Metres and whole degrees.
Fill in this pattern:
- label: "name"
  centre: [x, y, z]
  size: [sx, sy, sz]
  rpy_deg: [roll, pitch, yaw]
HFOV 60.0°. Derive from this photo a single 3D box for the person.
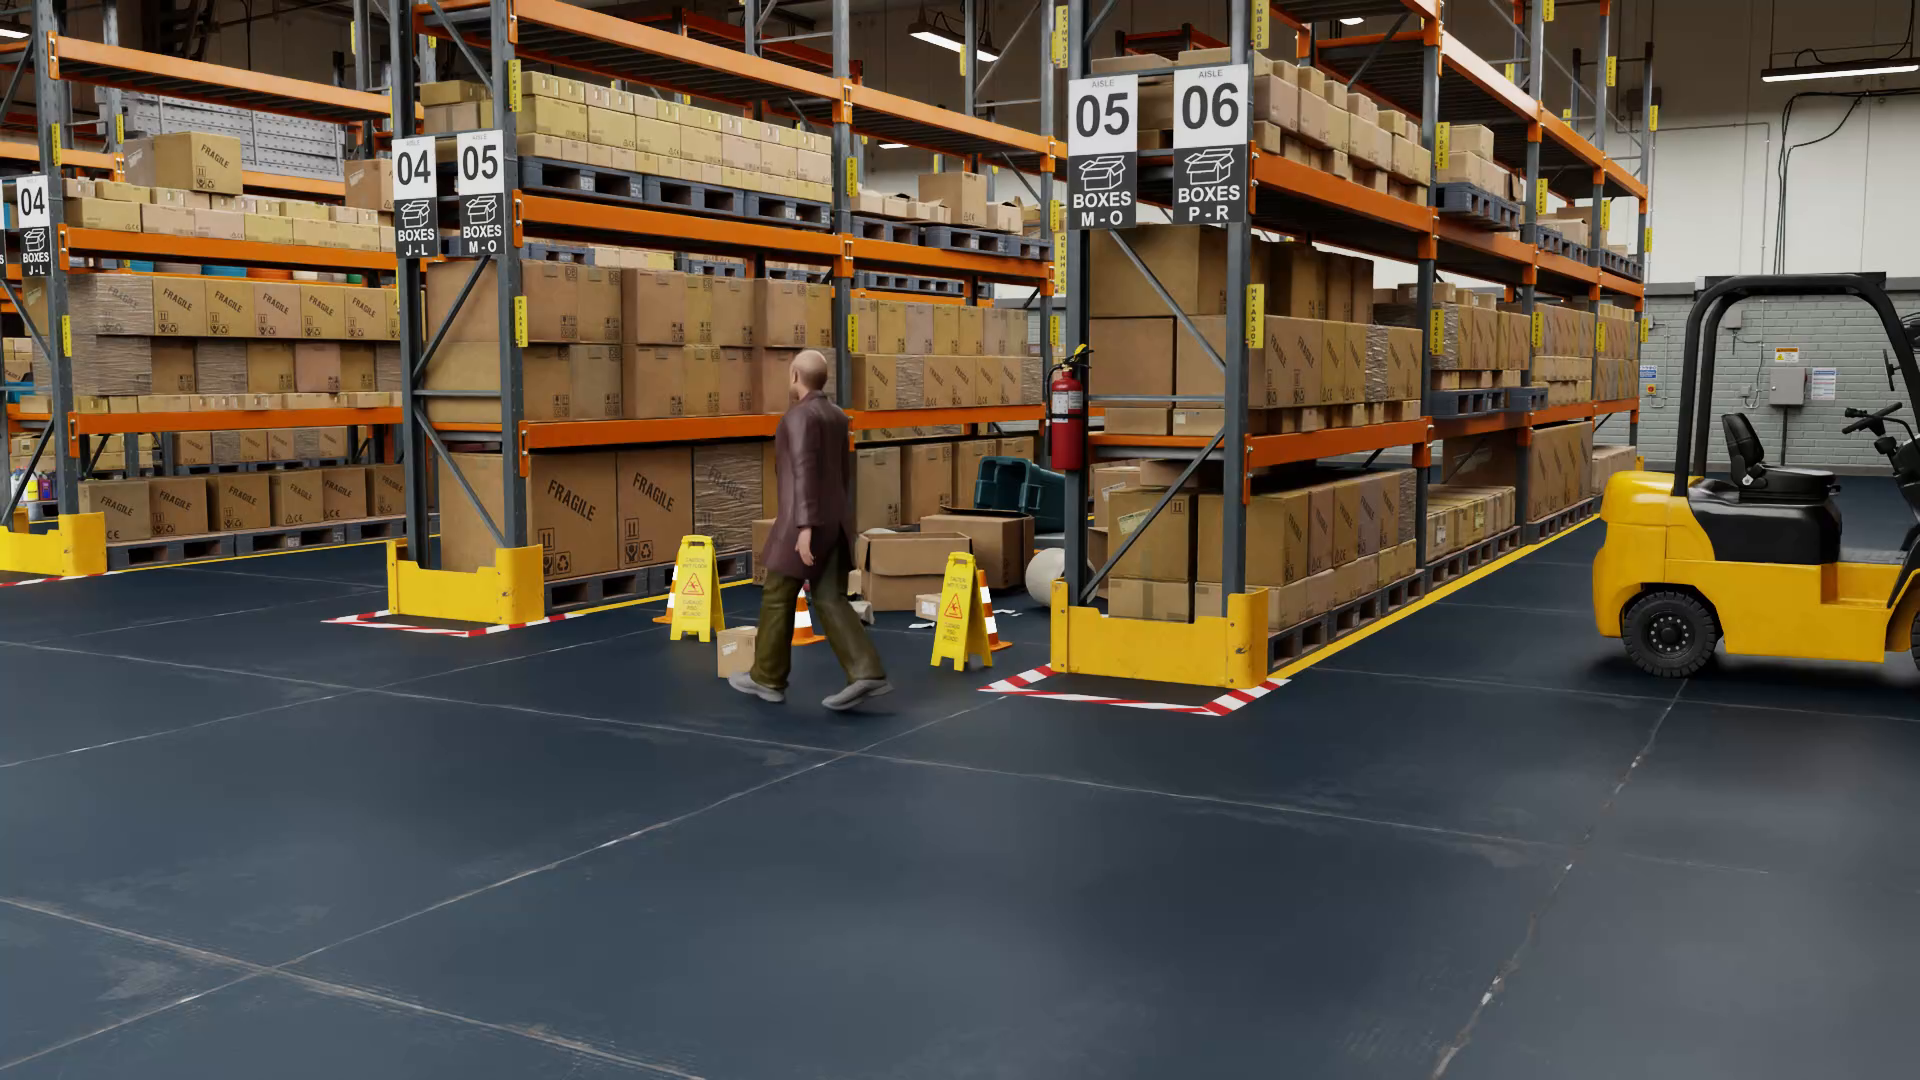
- label: "person"
  centre: [-0.822, -0.091, 8.421]
  size: [0.745, 1.771, 0.638]
  rpy_deg: [3, 7, 29]
